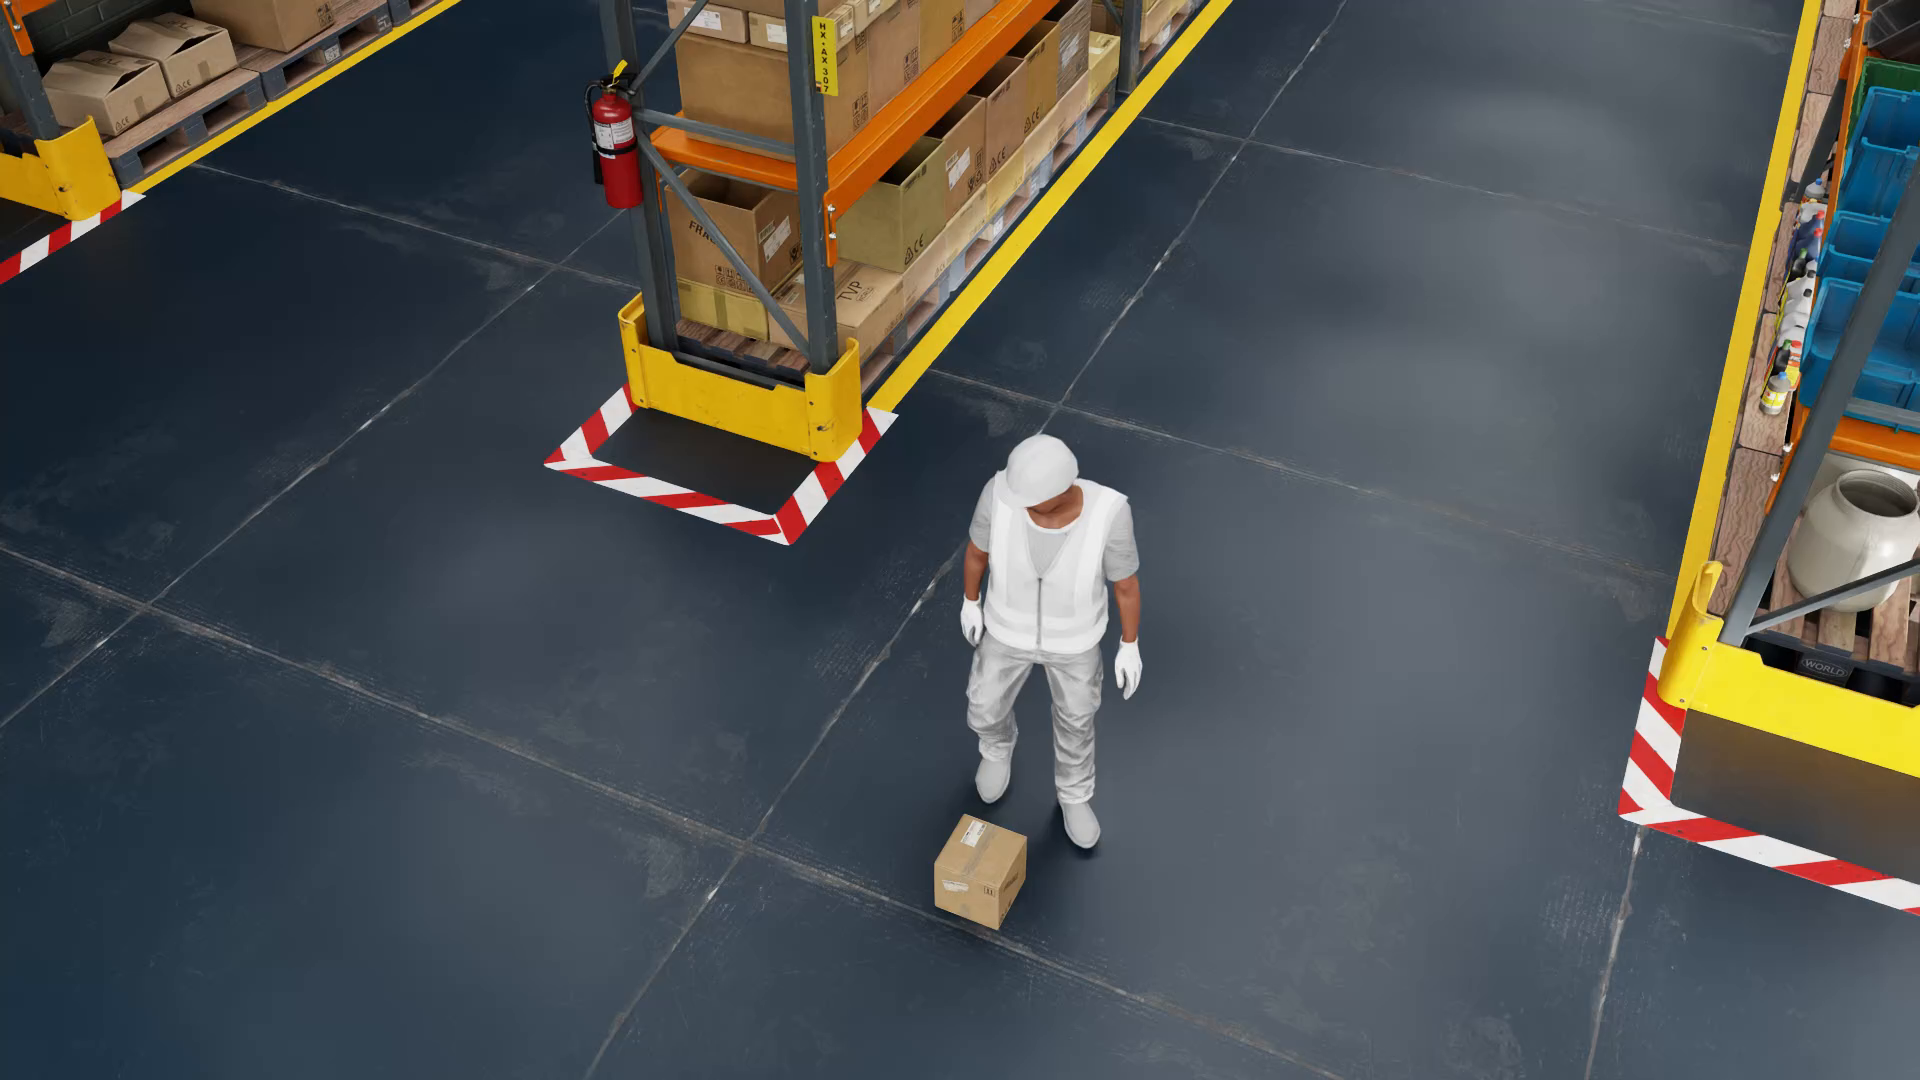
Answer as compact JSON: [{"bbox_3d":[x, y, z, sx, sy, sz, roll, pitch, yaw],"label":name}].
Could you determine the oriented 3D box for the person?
[{"bbox_3d":[0.313,0.323,5.764,0.656,1.779,0.450,6,42,7],"label":"person"}]
